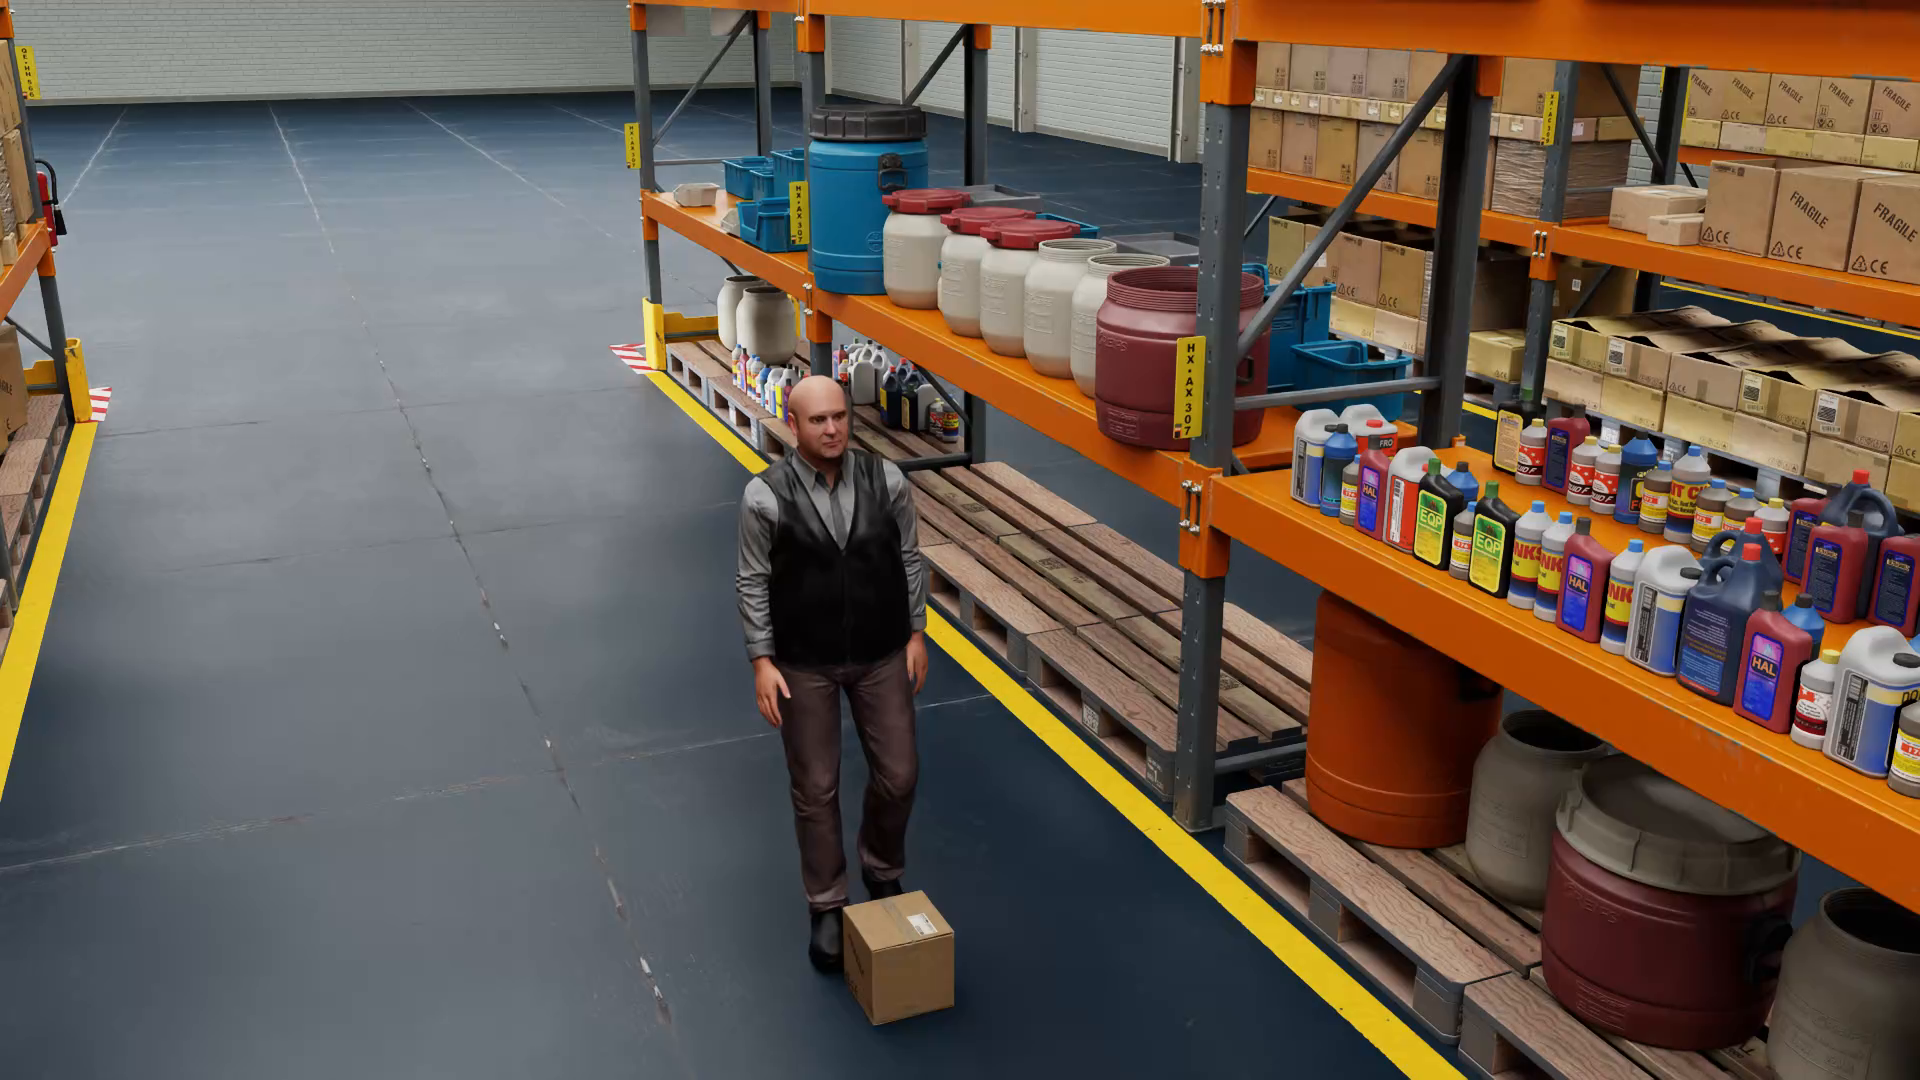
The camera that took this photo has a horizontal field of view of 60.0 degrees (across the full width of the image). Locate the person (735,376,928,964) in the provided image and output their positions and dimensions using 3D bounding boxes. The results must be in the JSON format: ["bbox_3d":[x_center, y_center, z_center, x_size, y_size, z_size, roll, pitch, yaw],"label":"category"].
[{"bbox_3d":[-0.354,0.412,4.945,0.576,1.788,0.513,-5,19,-15],"label":"person"}]
